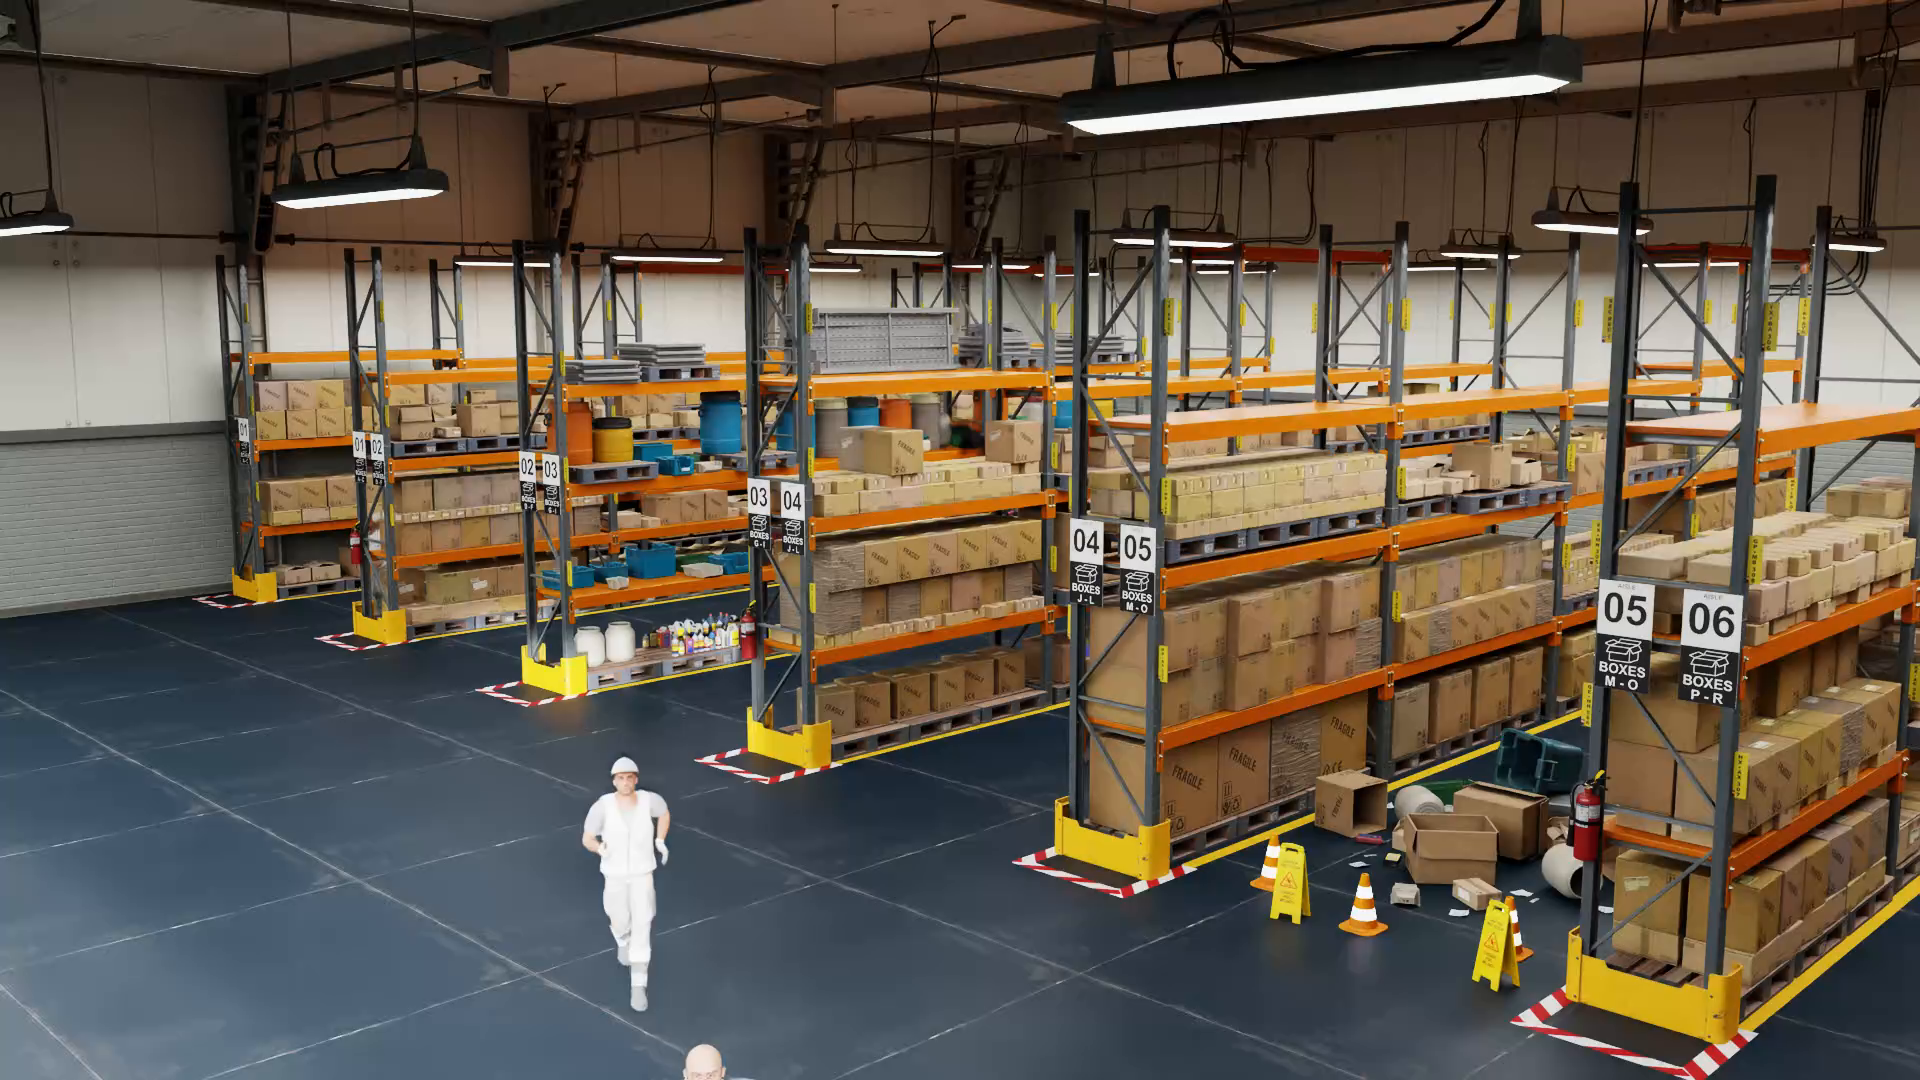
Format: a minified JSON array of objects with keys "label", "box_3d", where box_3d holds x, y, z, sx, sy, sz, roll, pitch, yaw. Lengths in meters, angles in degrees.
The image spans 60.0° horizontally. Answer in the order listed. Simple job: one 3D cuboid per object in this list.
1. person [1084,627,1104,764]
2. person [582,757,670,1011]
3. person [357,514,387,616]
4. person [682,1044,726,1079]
[{"label":"person","box_3d":[1.462,1.753,18.482,0.585,1.626,0.582,5,10,33]},{"label":"person","box_3d":[-2.490,2.504,12.483,0.656,1.786,0.987,-2,8,-13]},{"label":"person","box_3d":[-9.649,0.409,27.596,0.726,1.724,0.641,7,11,41]},{"label":"person","box_3d":[-1.203,3.249,7.846,0.702,1.658,0.820,-2,8,-13]}]
